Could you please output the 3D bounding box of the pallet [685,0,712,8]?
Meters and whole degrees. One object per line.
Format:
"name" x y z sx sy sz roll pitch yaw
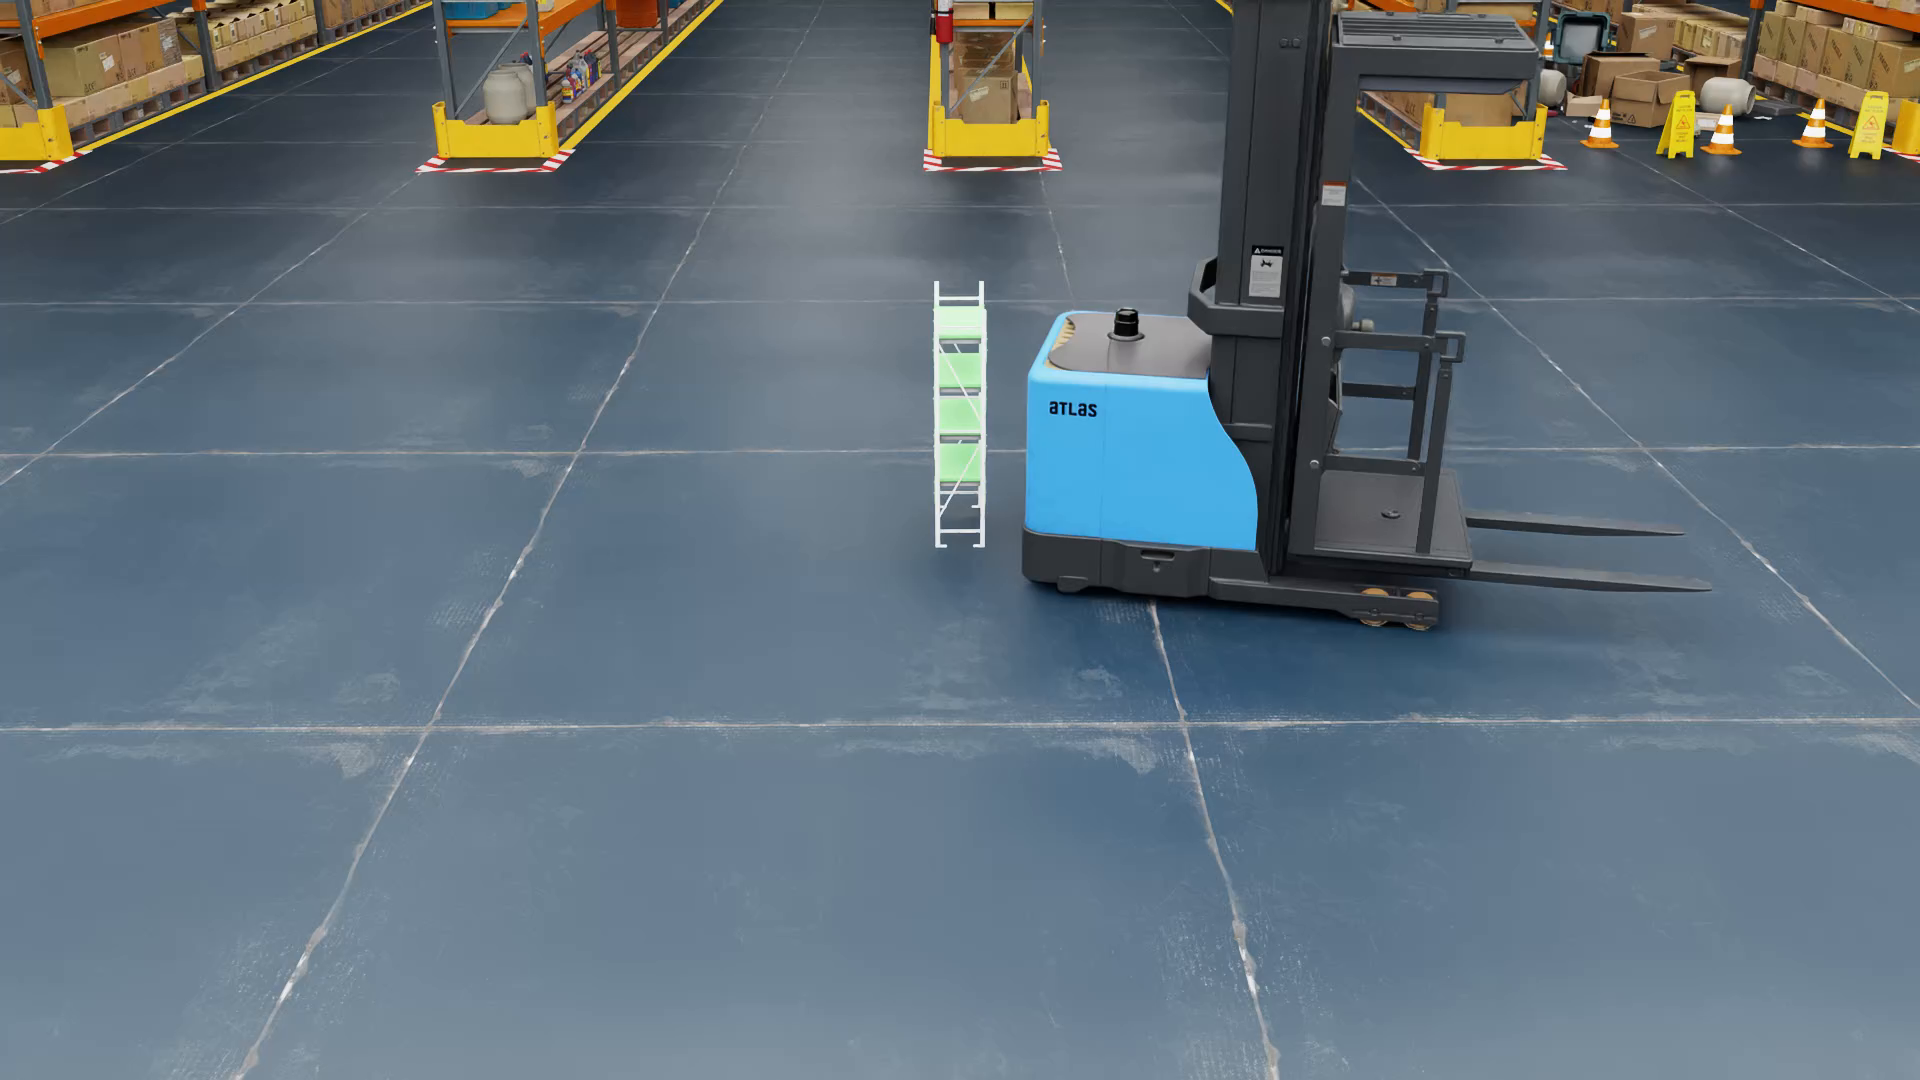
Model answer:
"pallet" -4.823 -9.245 28.436 1.003 0.211 1.213 0 24 -1

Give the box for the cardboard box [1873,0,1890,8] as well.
"cardboard box" 9.870 -5.689 17.494 0.380 0.149 0.250 0 24 0

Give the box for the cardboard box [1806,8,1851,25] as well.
"cardboard box" 9.864 -5.940 18.874 0.380 0.149 0.250 1 24 2

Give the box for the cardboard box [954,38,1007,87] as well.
"cardboard box" 0.241 -5.590 19.494 0.500 0.500 0.500 8 25 16

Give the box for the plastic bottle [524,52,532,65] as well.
"plastic bottle" -5.096 -5.576 19.618 0.144 0.351 0.185 0 24 1

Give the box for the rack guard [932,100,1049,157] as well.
"rack guard" 0.306 -4.183 16.892 1.175 0.500 0.348 0 24 -1

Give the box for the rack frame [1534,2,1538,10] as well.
"rack frame" 10.085 -10.280 27.339 1.000 3.000 0.127 0 24 -1

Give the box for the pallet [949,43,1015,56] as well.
"pallet" 0.237 -6.493 22.350 1.003 0.211 1.213 0 24 -1

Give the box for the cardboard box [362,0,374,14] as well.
"cardboard box" -9.428 -8.432 25.753 0.500 0.500 0.500 -1 24 -2

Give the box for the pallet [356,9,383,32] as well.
"pallet" -9.667 -8.083 25.865 1.003 0.211 1.213 0 24 -1

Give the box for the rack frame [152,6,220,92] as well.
"rack frame" -9.642 -6.896 19.857 1.000 3.000 0.127 0 24 -1

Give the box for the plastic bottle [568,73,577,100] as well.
"plastic bottle" -4.338 -5.073 18.589 0.061 0.283 0.133 0 24 0

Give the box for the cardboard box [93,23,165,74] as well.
"cardboard box" -9.416 -5.574 18.851 0.500 0.500 0.500 0 24 -1

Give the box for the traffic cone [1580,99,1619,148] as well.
"traffic cone" 6.682 -4.341 17.286 0.336 0.463 0.334 0 24 -1

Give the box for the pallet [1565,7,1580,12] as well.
"pallet" 10.185 -8.188 26.097 1.003 0.211 1.213 0 24 -1

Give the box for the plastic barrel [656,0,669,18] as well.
"plastic barrel" -4.768 -8.324 25.432 0.600 0.588 0.708 0 24 -1

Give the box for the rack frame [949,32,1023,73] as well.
"rack frame" 0.263 -6.939 19.952 1.000 3.000 0.127 0 24 -1

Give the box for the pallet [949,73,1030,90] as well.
"pallet" 0.306 -5.392 19.915 1.003 0.211 1.213 0 24 -1

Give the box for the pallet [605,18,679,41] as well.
"pallet" -4.783 -7.619 24.840 1.003 0.211 1.213 0 24 -1

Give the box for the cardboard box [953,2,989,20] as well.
"cardboard box" 0.097 -5.293 16.617 0.380 0.149 0.250 0 24 -1

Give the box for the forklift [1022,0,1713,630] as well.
"forklift" 1.857 -1.175 7.291 3.031 2.935 1.130 5 25 10

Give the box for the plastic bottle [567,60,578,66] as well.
"plastic bottle" -4.540 -5.522 19.590 0.152 0.276 0.135 0 24 -1

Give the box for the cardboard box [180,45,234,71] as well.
"cardboard box" -9.399 -6.002 20.707 0.500 0.250 0.500 -1 24 -2

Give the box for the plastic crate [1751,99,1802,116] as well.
"plastic crate" 9.370 -5.002 19.214 0.402 0.080 0.583 -9 26 -19

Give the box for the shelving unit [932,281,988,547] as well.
"shelving unit" -0.002 -0.615 8.154 0.258 1.200 0.503 0 24 -1

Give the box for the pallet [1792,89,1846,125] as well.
"pallet" 10.232 -4.932 18.899 1.003 0.211 1.213 0 24 -1

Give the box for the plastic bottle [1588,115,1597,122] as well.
"plastic bottle" 7.109 -4.697 18.560 0.133 0.061 0.283 -9 26 -19

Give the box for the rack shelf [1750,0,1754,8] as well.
"rack shelf" 10.151 -7.480 22.021 1.077 0.370 4.000 0 24 -1

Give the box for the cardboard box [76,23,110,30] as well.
"cardboard box" -9.939 -5.571 18.846 0.500 0.500 0.500 0 24 -1

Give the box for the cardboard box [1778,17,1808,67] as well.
"cardboard box" 9.927 -5.799 19.348 0.500 0.500 0.500 1 24 2

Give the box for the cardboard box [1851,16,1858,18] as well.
"cardboard box" 10.455 -5.811 19.376 0.500 0.500 0.500 0 24 0

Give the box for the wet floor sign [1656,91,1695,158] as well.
"wet floor sign" 7.248 -4.195 16.743 0.267 0.644 0.232 -4 25 -10

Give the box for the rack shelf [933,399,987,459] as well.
"rack shelf" -0.002 -0.557 8.180 0.258 0.148 0.480 0 24 -1

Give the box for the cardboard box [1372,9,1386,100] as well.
"cardboard box" 5.175 -5.512 18.866 0.875 0.875 0.875 0 24 0

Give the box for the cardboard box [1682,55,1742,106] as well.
"cardboard box" 8.824 -5.398 19.575 0.500 0.500 0.500 19 30 35

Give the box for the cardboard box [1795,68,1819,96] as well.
"cardboard box" 9.935 -5.239 19.021 0.500 0.250 0.500 -1 24 -1

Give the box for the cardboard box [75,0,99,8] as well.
"cardboard box" -9.601 -5.907 17.548 0.700 0.500 0.500 0 24 0

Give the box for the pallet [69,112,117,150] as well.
"pallet" -9.649 -4.292 17.484 1.003 0.211 1.213 0 24 -1

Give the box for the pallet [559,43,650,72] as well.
"pallet" -4.753 -6.473 22.307 1.003 0.211 1.213 0 24 -1

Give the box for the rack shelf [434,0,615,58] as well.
"rack shelf" -4.668 -5.765 18.229 1.077 0.370 4.000 0 24 -1

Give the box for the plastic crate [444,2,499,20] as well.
"plastic crate" -4.950 -5.405 16.742 0.499 0.251 0.616 0 24 -1

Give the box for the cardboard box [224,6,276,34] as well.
"cardboard box" -9.416 -6.895 22.001 0.500 0.311 0.500 0 24 1

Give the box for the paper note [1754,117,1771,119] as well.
"paper note" 9.061 -4.764 18.747 0.142 0.019 0.148 -9 26 -19

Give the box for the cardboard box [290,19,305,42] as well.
"cardboard box" -9.427 -7.055 23.035 0.500 0.250 0.500 -1 24 -1

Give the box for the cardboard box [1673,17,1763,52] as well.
"cardboard box" 10.144 -6.776 22.272 0.950 0.372 0.625 1 24 1

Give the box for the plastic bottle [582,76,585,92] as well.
"plastic bottle" -4.362 -5.250 19.080 0.097 0.201 0.097 0 24 0

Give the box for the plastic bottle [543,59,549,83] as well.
"plastic bottle" -4.951 -5.576 19.620 0.144 0.351 0.185 0 24 -1

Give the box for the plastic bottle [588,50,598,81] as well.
"plastic bottle" -4.394 -5.646 19.774 0.144 0.351 0.185 -1 24 -2

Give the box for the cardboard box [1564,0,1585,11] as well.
"cardboard box" 10.190 -8.876 26.304 0.875 0.875 0.875 0 24 1

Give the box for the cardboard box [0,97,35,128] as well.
"cardboard box" -9.900 -4.406 17.178 0.500 0.250 0.500 0 24 -1

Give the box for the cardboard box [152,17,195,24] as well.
"cardboard box" -9.946 -6.470 21.062 0.500 0.311 0.500 0 24 1

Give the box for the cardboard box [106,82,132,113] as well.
"cardboard box" -9.396 -4.820 18.095 0.500 0.250 0.500 0 24 -1
